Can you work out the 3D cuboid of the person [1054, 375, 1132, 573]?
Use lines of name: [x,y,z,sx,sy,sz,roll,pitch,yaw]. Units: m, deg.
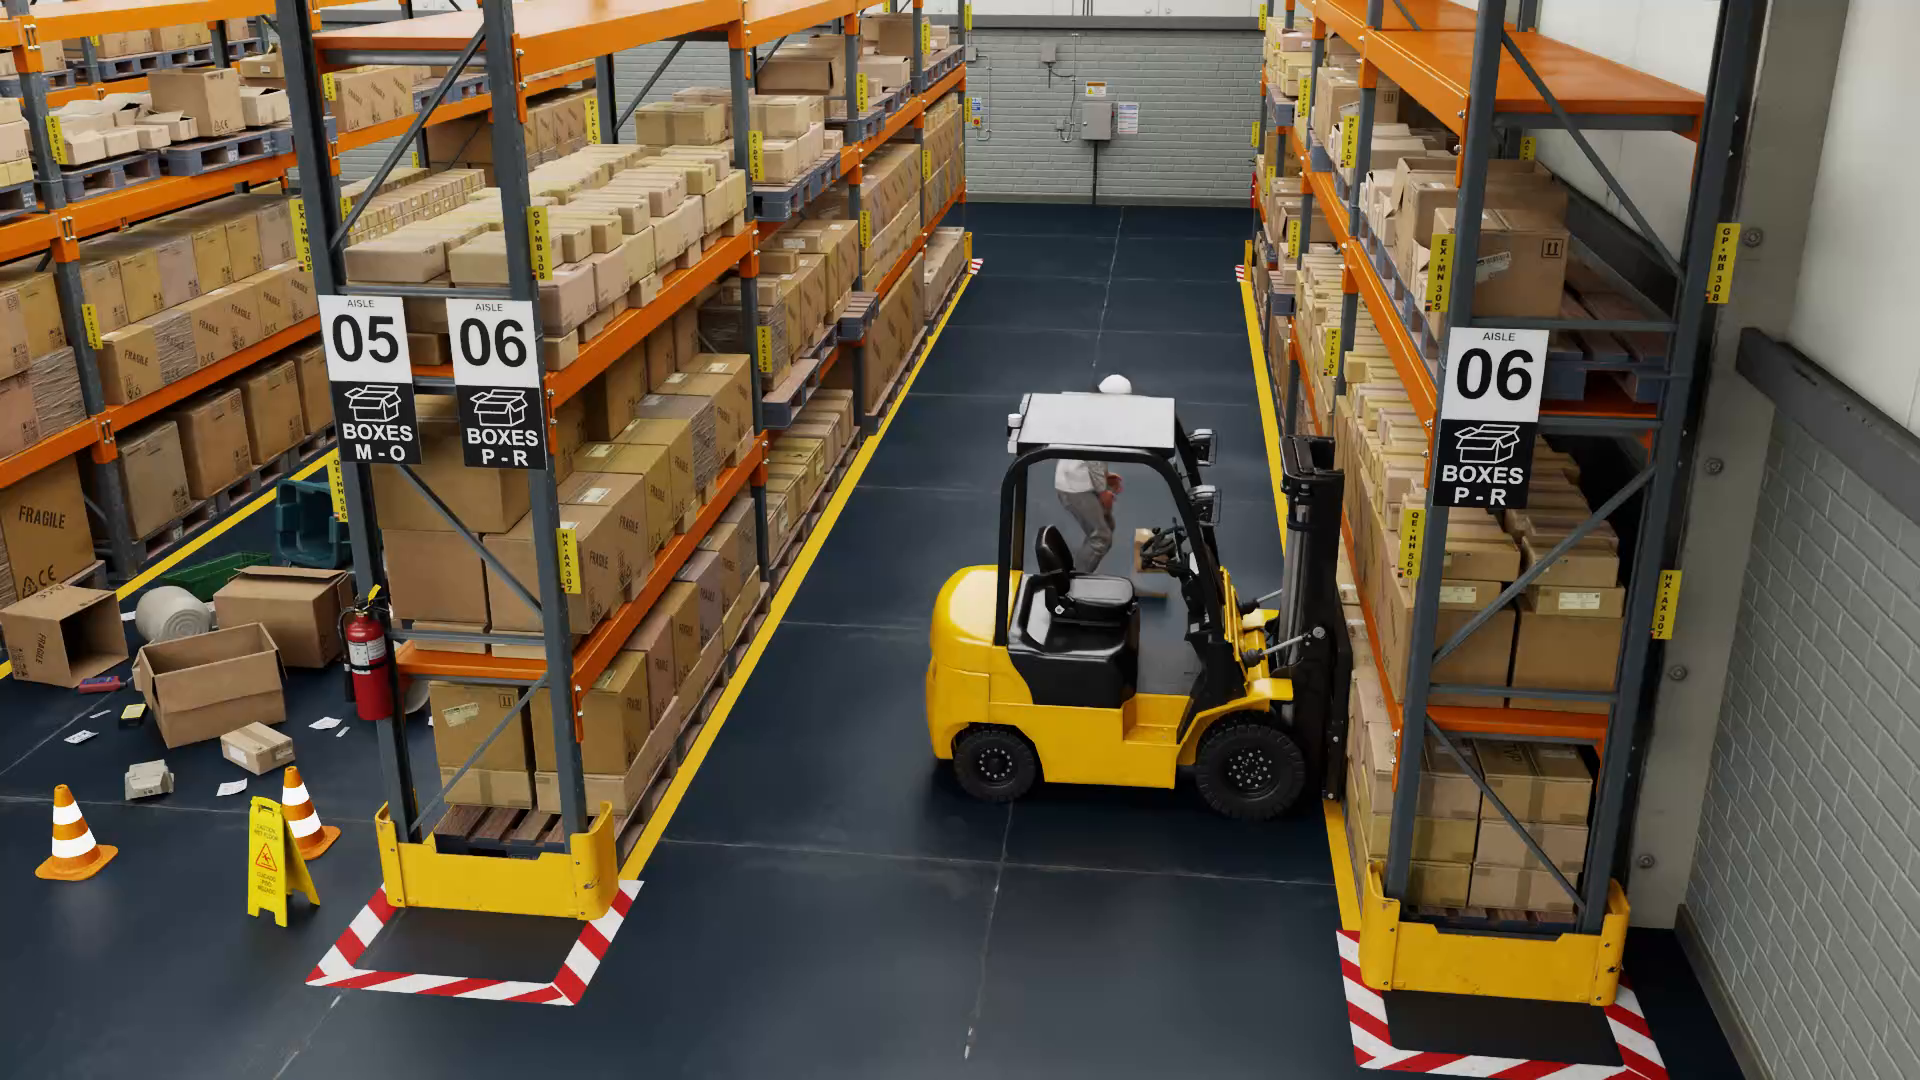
person: [0.983,-0.417,12.295,0.559,1.665,0.574,3,21,8]
